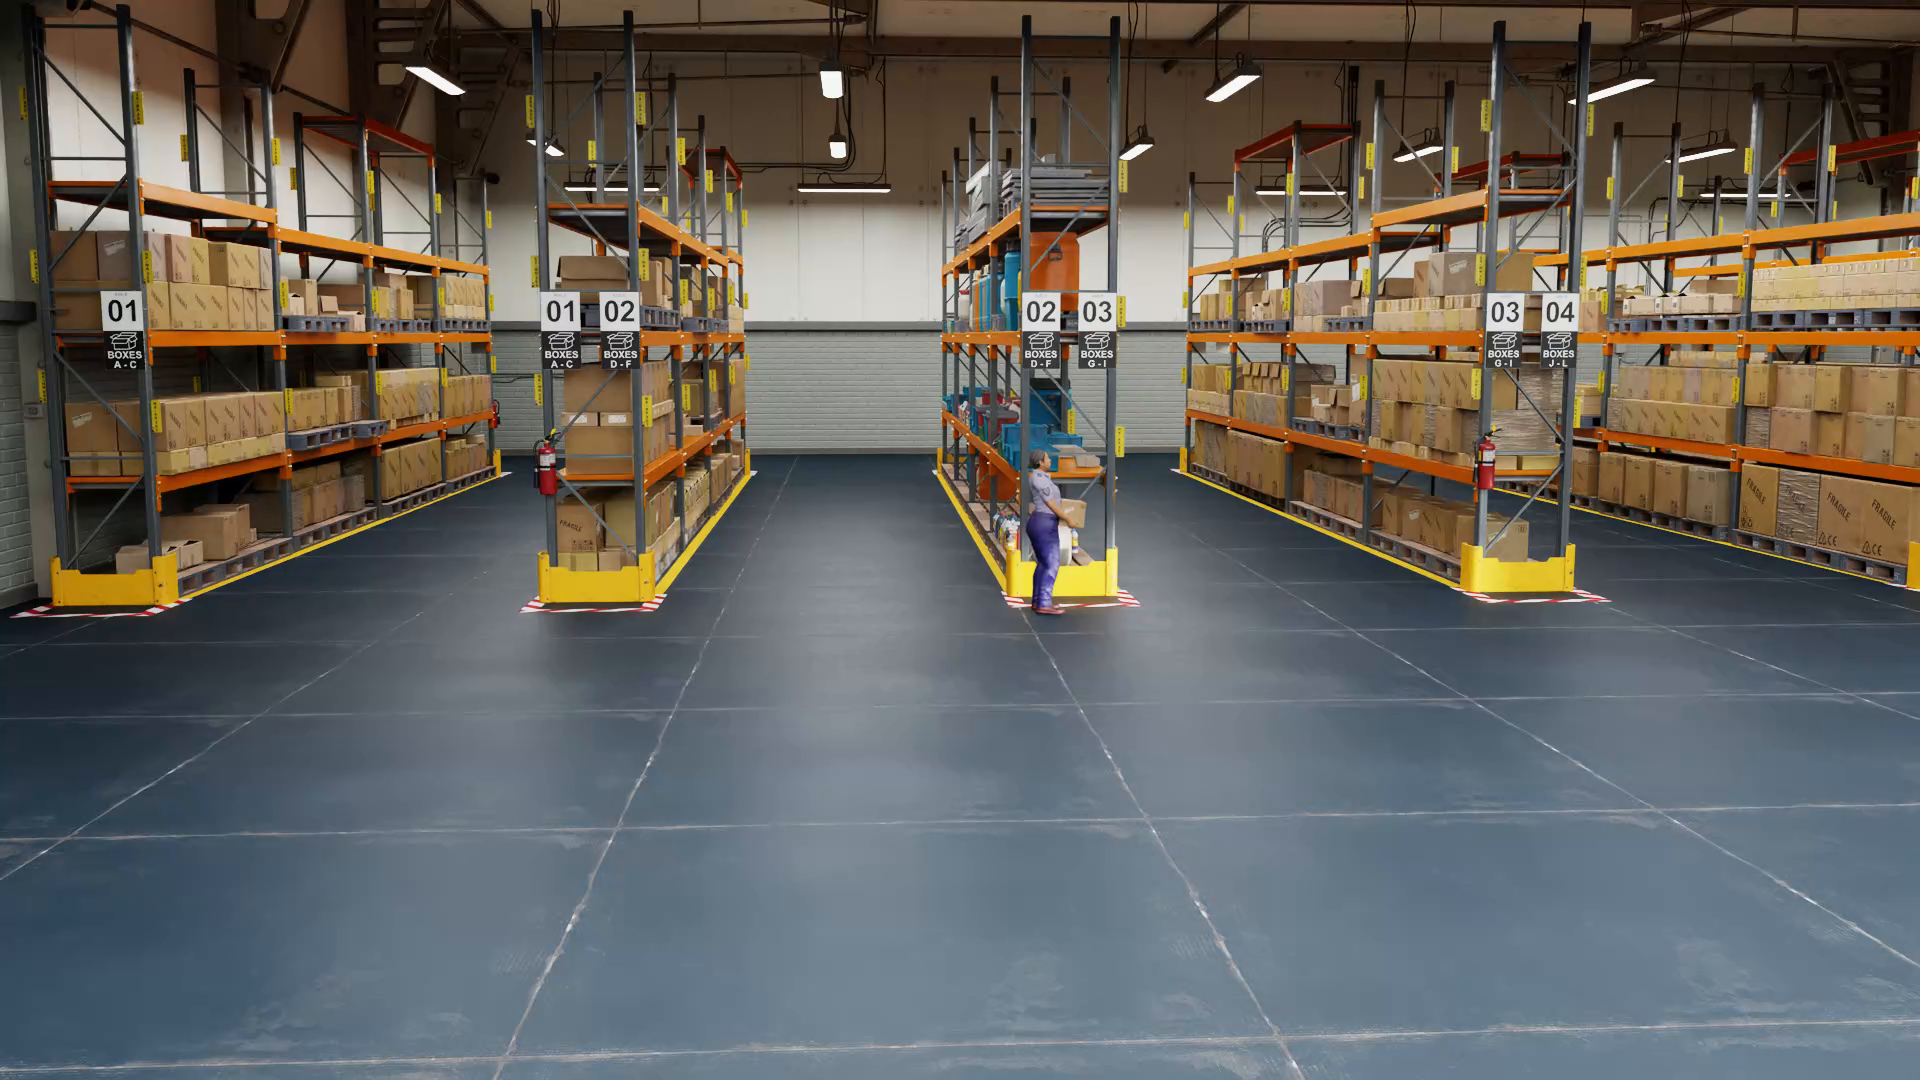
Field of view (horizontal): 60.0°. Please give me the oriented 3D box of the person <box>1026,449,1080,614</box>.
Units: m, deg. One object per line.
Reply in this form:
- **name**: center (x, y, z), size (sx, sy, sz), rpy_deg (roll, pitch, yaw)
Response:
- **person**: center (0.922, -0.096, 16.631), size (0.514, 1.636, 0.454), rpy_deg (-1, 7, -7)
